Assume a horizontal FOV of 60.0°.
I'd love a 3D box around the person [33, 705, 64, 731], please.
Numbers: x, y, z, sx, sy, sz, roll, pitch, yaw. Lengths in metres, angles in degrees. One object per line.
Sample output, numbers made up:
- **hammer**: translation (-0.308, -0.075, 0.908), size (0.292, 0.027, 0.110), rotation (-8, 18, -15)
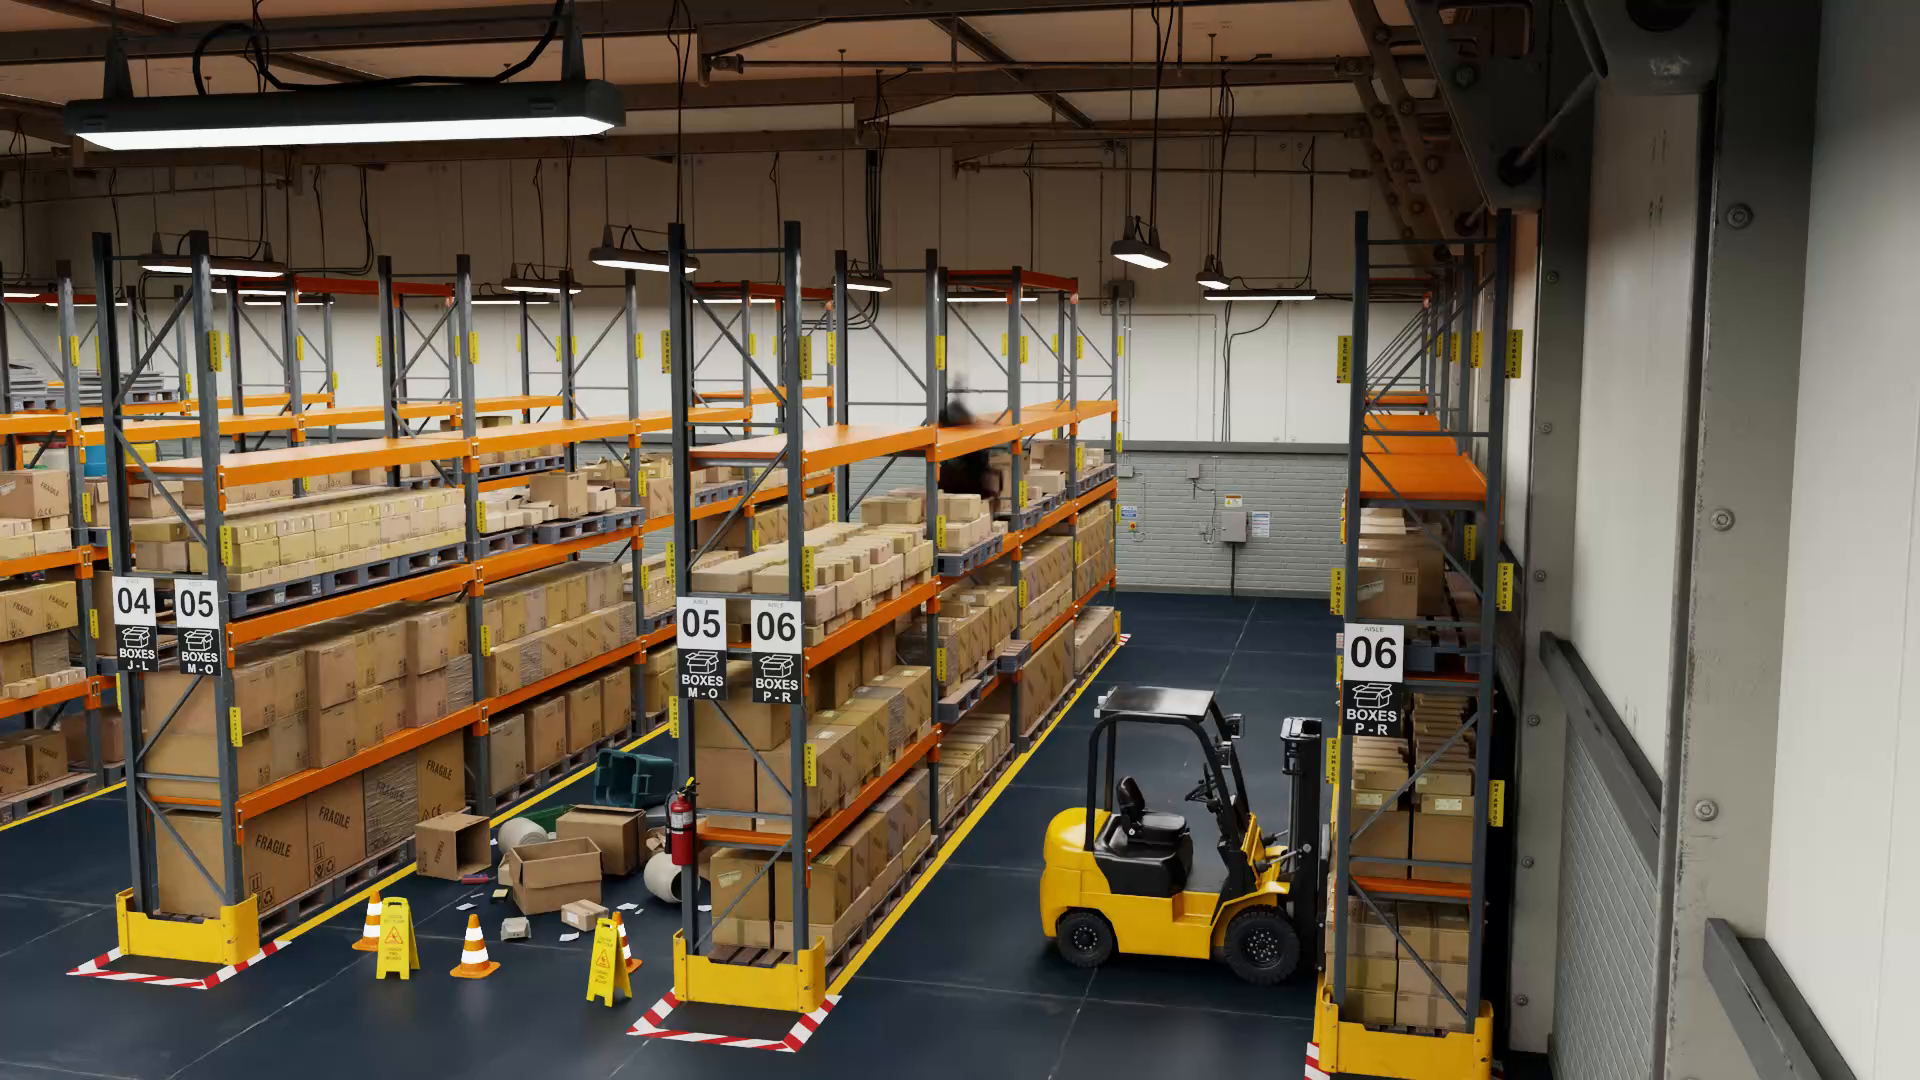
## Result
- **person**: translation (-11.612, 1.745, 20.981), size (0.572, 1.646, 0.963), rotation (1, 7, 6)
